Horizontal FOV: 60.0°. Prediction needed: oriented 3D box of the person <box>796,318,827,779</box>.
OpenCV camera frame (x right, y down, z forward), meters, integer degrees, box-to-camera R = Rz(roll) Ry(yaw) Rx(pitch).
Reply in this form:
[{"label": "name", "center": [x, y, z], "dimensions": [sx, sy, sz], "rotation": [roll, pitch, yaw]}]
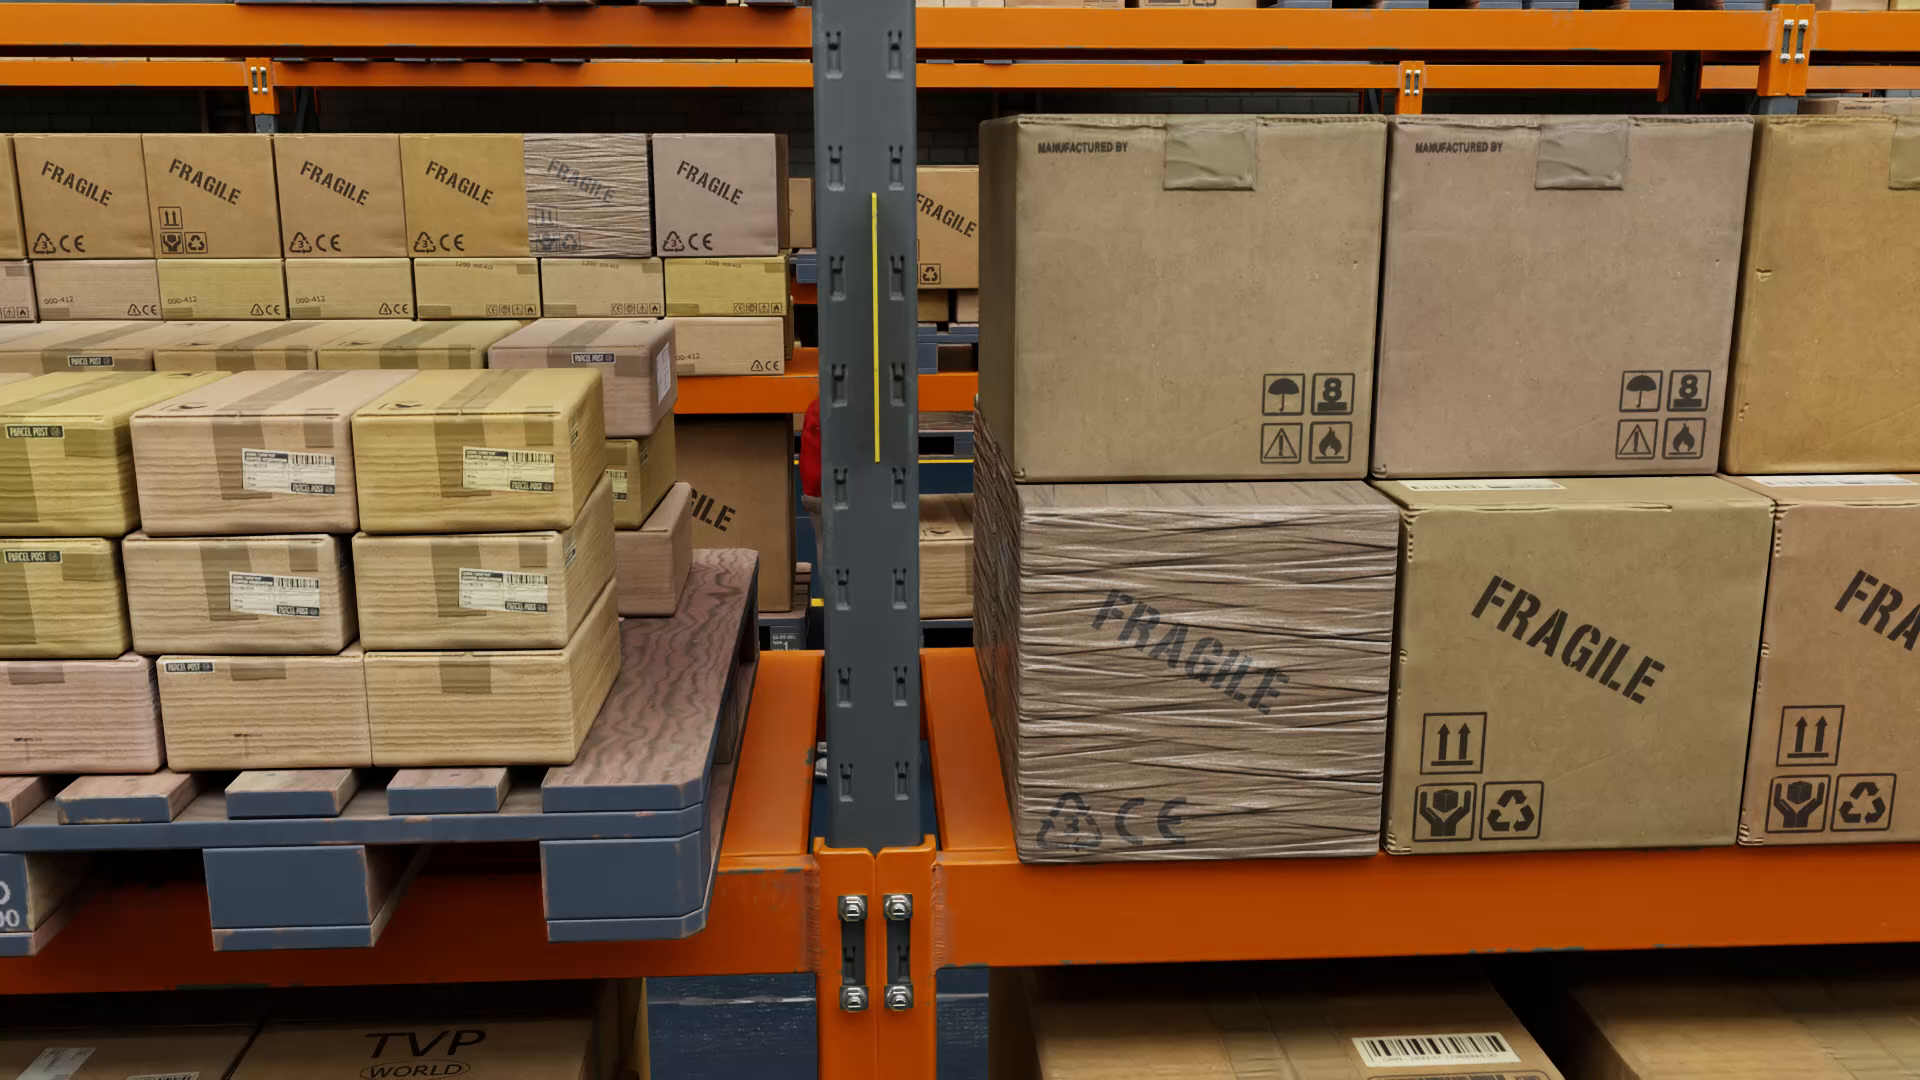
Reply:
[{"label": "person", "center": [-0.417, -0.032, 6.084], "dimensions": [0.379, 1.735, 0.577], "rotation": [-3, 14, -11]}]
